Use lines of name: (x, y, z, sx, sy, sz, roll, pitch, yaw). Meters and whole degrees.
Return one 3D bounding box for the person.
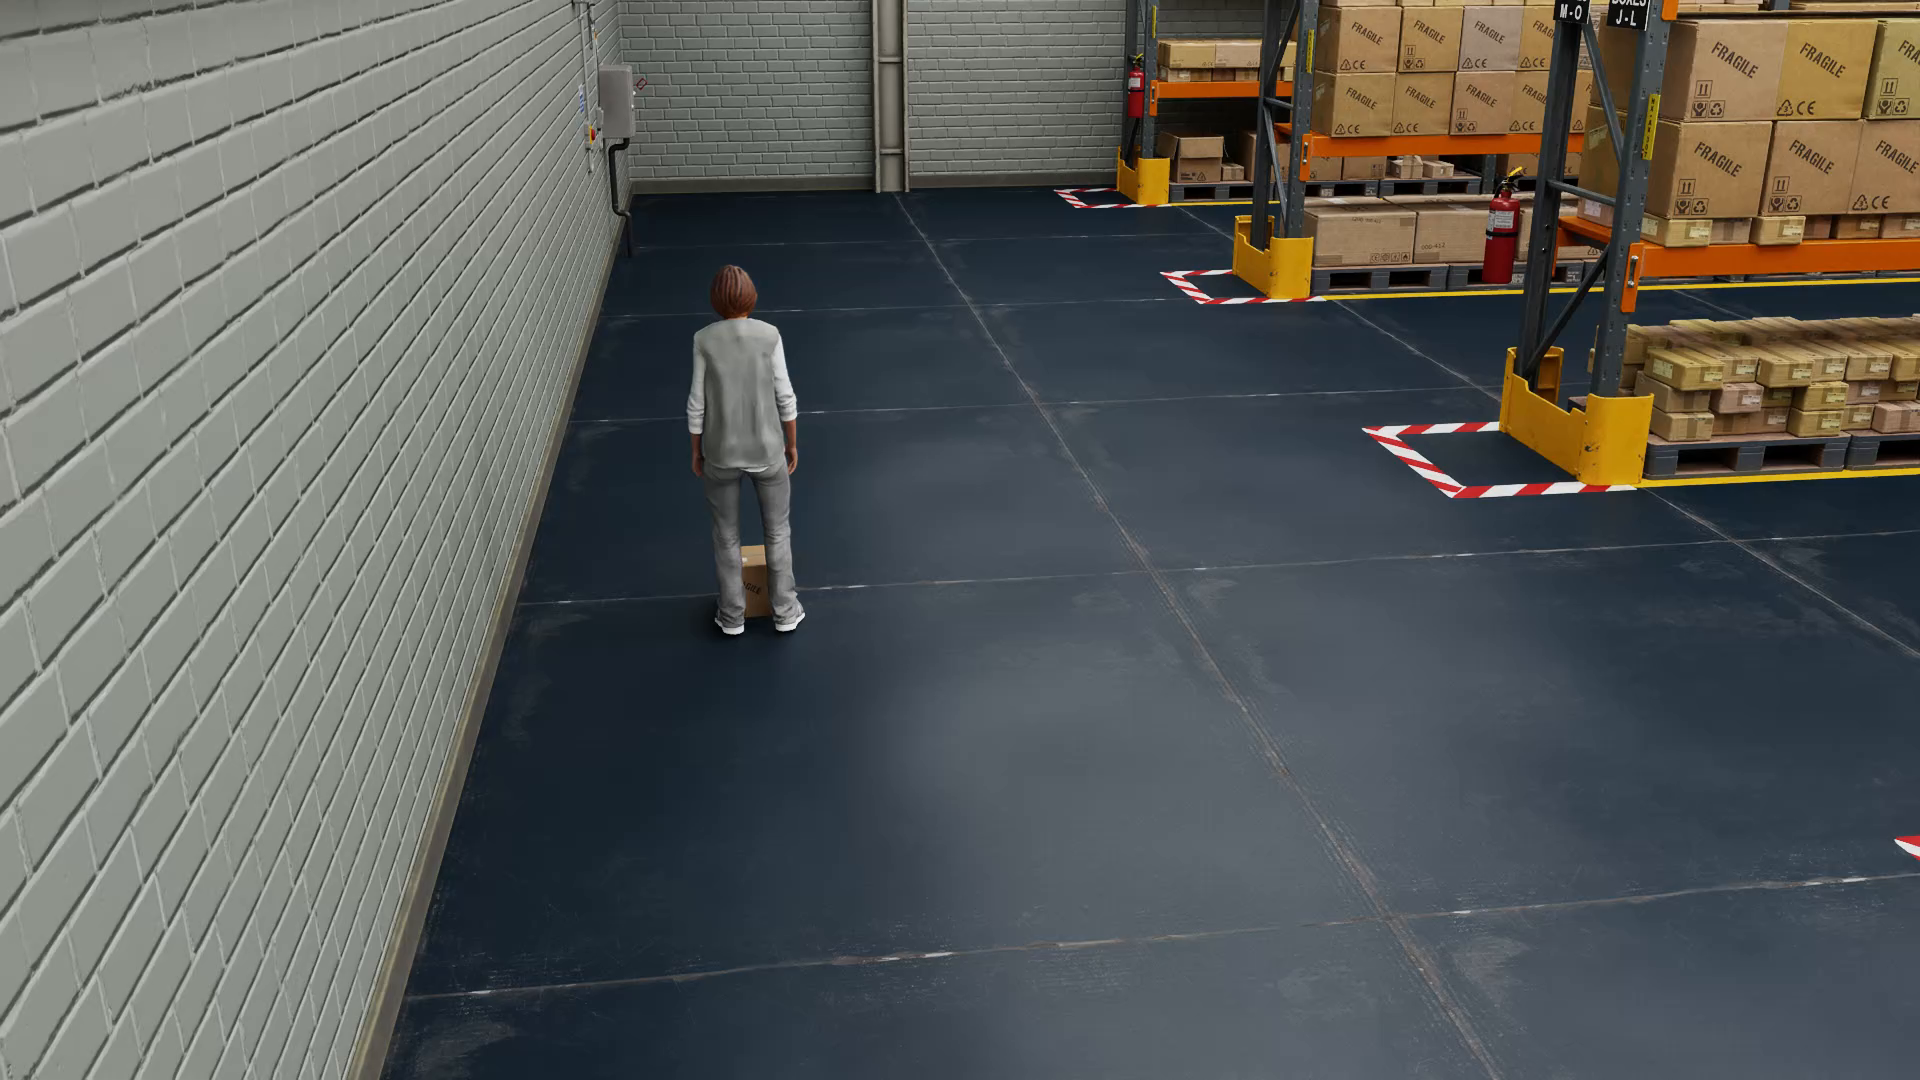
person: (-0.914, -0.360, 7.063, 0.463, 1.593, 0.345, -3, 21, -8)
